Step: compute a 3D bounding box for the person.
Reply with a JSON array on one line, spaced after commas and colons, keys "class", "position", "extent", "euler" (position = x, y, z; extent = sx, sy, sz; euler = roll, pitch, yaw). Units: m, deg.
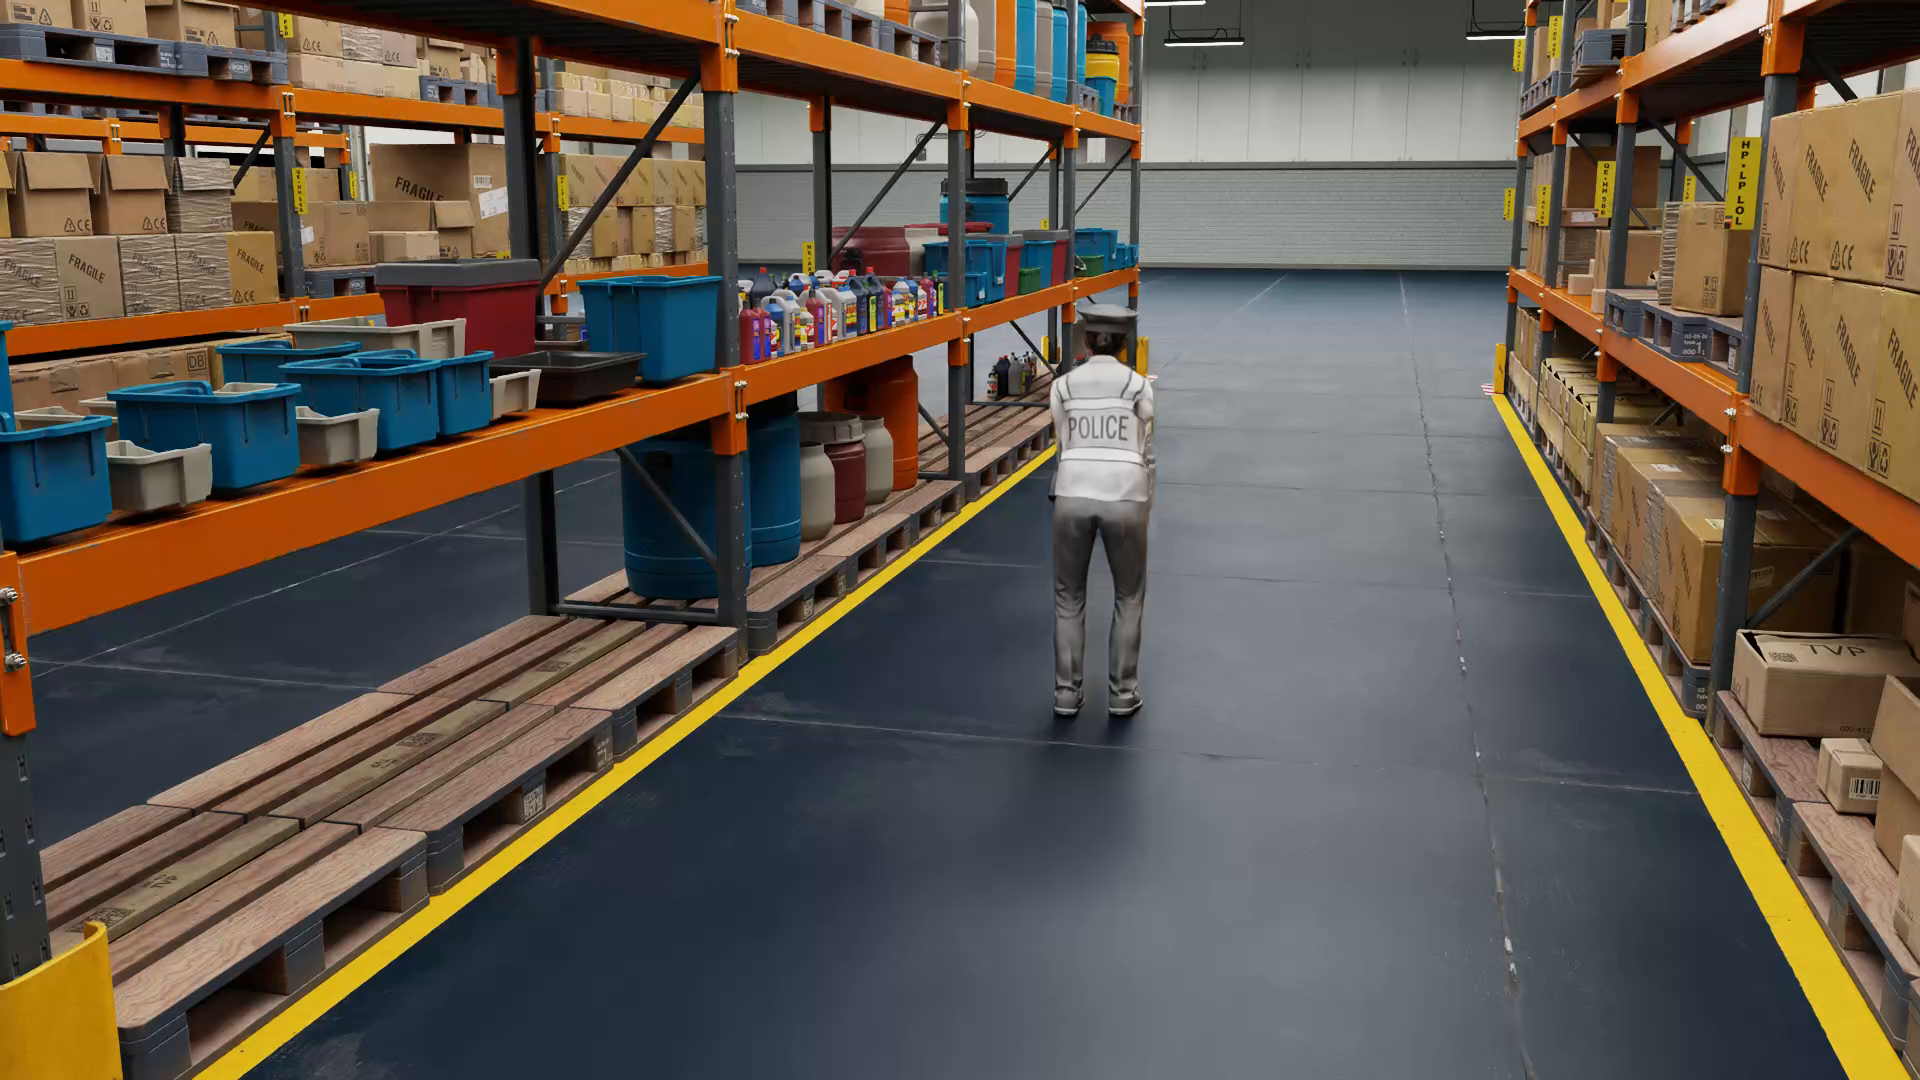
[{"class": "person", "position": [0.560, -0.118, 6.632], "extent": [0.412, 1.630, 0.553], "euler": [3, 12, 13]}]
